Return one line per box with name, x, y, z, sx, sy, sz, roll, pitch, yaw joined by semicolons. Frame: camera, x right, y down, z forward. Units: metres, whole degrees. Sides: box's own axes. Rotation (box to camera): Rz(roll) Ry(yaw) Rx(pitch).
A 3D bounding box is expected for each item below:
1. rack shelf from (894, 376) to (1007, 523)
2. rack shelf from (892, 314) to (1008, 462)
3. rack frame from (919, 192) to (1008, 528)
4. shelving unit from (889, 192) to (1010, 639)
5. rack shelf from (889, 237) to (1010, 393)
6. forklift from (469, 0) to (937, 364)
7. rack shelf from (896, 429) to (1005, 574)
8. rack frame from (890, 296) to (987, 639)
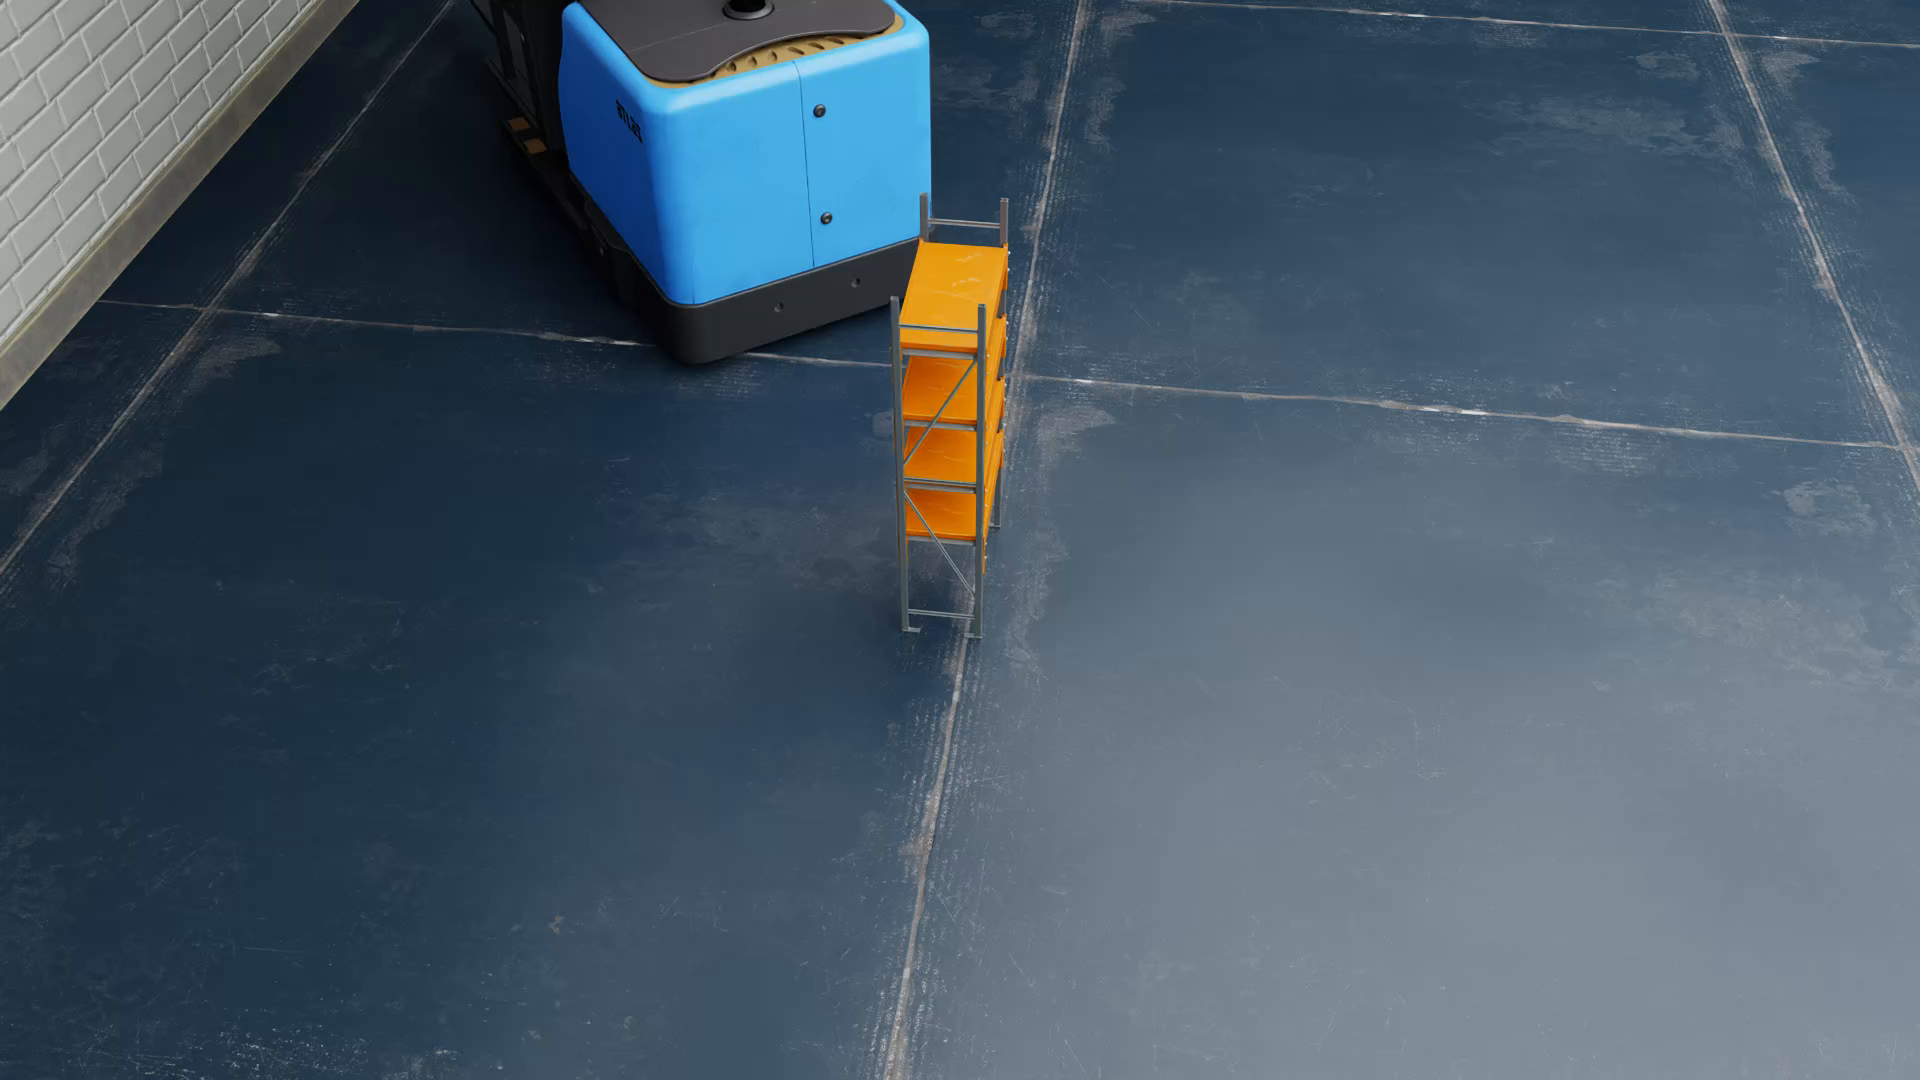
rack shelf;-0.022;-0.274;4.765;0.258;0.148;0.480;5;44;6
rack shelf;-0.022;-0.436;4.611;0.258;0.148;0.480;5;44;6
rack frame;0.010;-0.489;4.894;0.240;1.200;0.015;5;44;6
shelving unit;-0.022;-0.323;4.718;0.258;1.200;0.503;5;44;6
rack shelf;-0.022;-0.608;4.448;0.258;0.148;0.480;5;44;6
forklift;-1.251;-2.681;5.950;1.130;2.935;3.031;-21;47;-21
rack shelf;-0.022;-0.130;4.901;0.258;0.148;0.480;5;44;6
rack frame;-0.054;-0.157;4.543;0.240;1.200;0.015;5;44;6
